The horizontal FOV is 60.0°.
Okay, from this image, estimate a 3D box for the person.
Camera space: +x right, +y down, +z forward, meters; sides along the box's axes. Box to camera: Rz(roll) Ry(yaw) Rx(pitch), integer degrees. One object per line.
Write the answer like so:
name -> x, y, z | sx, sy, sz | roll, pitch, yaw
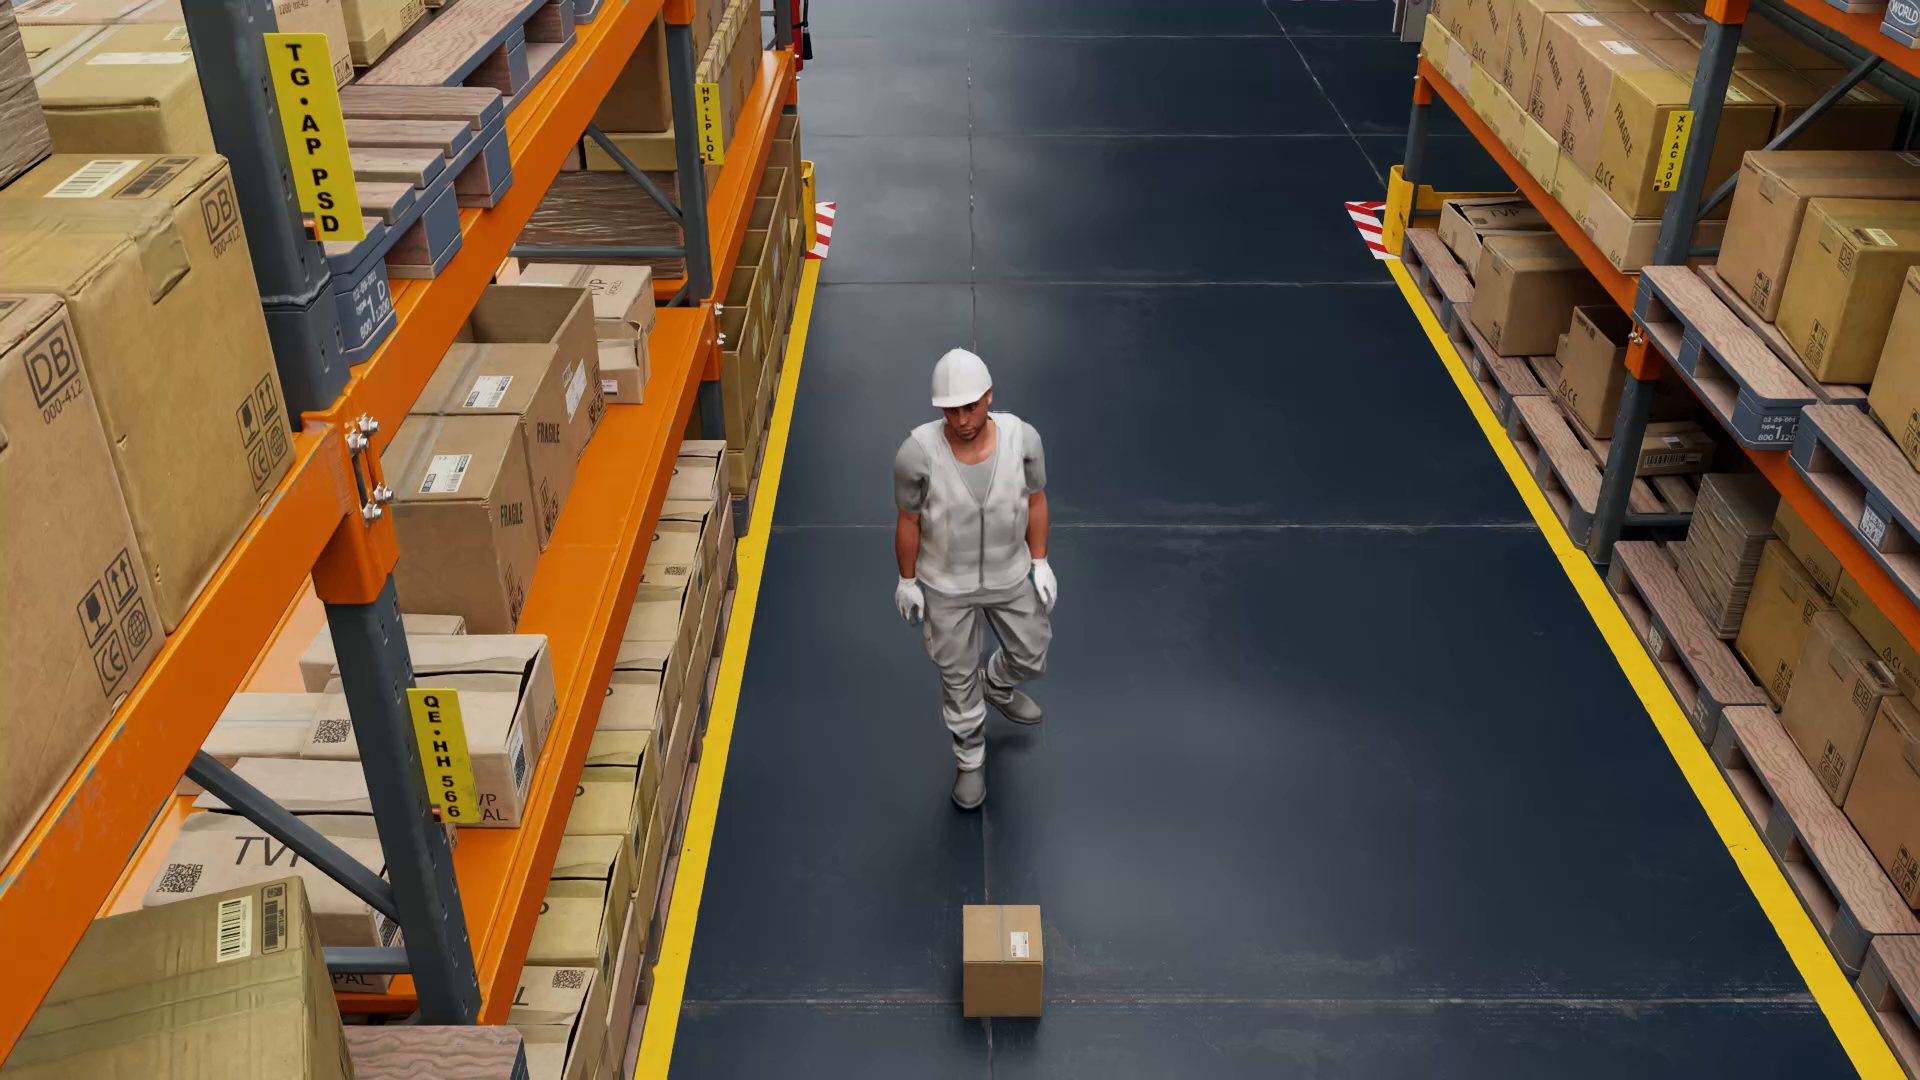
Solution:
person -> 0.058, 0.093, 5.925 | 0.606, 1.783, 0.592 | -6, 32, -10
